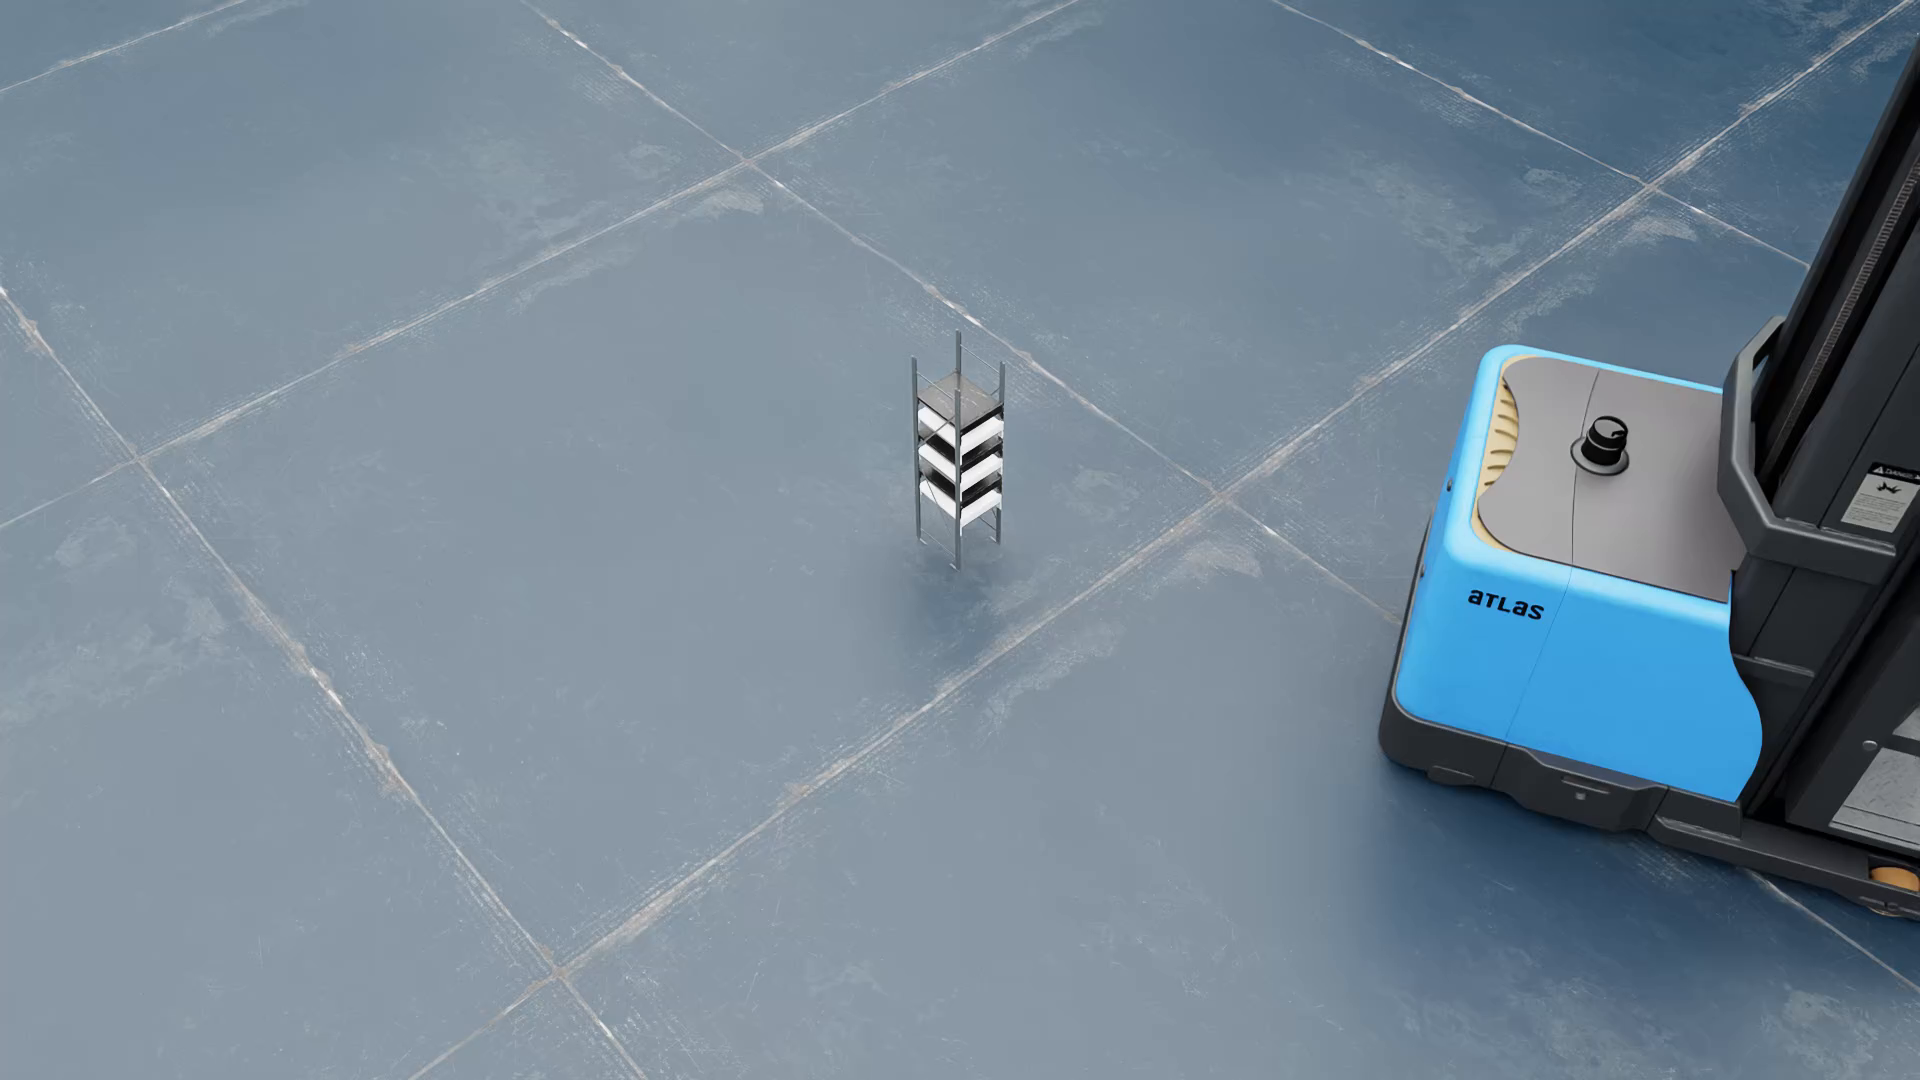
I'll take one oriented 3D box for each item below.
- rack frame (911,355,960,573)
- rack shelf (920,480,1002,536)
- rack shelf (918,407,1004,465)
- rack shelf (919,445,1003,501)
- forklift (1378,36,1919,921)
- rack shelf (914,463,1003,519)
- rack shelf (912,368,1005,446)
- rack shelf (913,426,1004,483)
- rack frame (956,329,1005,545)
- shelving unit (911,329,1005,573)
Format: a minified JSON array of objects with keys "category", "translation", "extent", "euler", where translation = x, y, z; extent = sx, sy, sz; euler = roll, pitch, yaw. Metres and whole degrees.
[{"category":"rack frame","translation":[-0.081,-0.251,5.869],"extent":[0.006,0.900,0.240],"euler":[-34,56,-27]},{"category":"rack shelf","translation":[-0.006,-0.156,6.072],"extent":[0.200,0.077,0.258],"euler":[-34,56,-27]},{"category":"rack shelf","translation":[-0.006,-0.401,5.808],"extent":[0.200,0.077,0.258],"euler":[-34,56,-27]},{"category":"rack shelf","translation":[-0.006,-0.279,5.940],"extent":[0.200,0.077,0.258],"euler":[-34,56,-27]},{"category":"forklift","translation":[2.966,-0.221,4.460],"extent":[3.031,2.935,1.130],"euler":[15,49,13]},{"category":"rack shelf","translation":[-0.006,-0.218,6.006],"extent":[0.200,0.077,0.258],"euler":[-34,56,-27]},{"category":"rack shelf","translation":[-0.006,-0.462,5.742],"extent":[0.200,0.077,0.258],"euler":[-34,56,-27]},{"category":"rack shelf","translation":[-0.006,-0.340,5.874],"extent":[0.200,0.077,0.258],"euler":[-34,56,-27]},{"category":"rack frame","translation":[0.069,-0.351,5.962],"extent":[0.006,0.900,0.240],"euler":[-34,56,-27]},{"category":"shelving unit","translation":[-0.006,-0.301,5.916],"extent":[0.210,0.900,0.258],"euler":[-34,56,-27]}]
